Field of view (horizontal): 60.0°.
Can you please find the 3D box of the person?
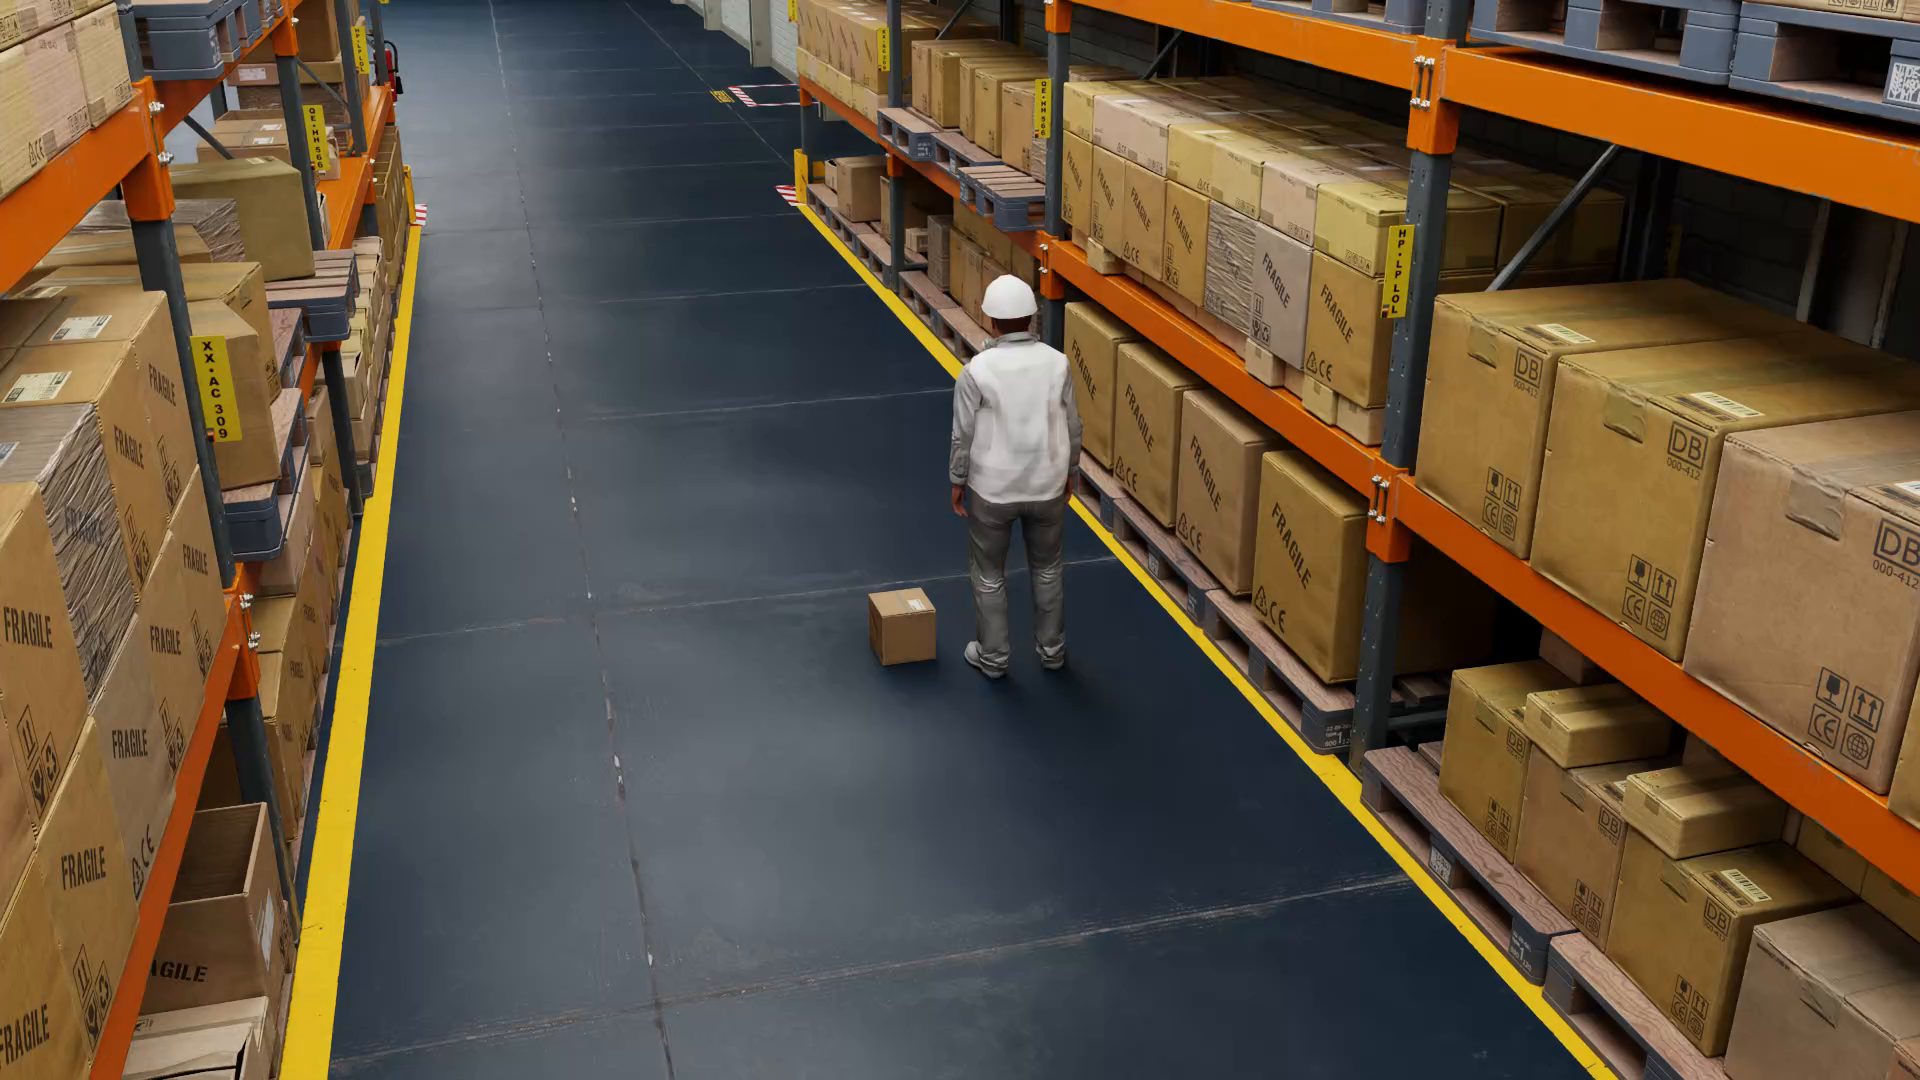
[{"bbox_3d":[0.237,-0.255,7.167,0.579,1.772,0.462,-6,23,-13],"label":"person"}]
